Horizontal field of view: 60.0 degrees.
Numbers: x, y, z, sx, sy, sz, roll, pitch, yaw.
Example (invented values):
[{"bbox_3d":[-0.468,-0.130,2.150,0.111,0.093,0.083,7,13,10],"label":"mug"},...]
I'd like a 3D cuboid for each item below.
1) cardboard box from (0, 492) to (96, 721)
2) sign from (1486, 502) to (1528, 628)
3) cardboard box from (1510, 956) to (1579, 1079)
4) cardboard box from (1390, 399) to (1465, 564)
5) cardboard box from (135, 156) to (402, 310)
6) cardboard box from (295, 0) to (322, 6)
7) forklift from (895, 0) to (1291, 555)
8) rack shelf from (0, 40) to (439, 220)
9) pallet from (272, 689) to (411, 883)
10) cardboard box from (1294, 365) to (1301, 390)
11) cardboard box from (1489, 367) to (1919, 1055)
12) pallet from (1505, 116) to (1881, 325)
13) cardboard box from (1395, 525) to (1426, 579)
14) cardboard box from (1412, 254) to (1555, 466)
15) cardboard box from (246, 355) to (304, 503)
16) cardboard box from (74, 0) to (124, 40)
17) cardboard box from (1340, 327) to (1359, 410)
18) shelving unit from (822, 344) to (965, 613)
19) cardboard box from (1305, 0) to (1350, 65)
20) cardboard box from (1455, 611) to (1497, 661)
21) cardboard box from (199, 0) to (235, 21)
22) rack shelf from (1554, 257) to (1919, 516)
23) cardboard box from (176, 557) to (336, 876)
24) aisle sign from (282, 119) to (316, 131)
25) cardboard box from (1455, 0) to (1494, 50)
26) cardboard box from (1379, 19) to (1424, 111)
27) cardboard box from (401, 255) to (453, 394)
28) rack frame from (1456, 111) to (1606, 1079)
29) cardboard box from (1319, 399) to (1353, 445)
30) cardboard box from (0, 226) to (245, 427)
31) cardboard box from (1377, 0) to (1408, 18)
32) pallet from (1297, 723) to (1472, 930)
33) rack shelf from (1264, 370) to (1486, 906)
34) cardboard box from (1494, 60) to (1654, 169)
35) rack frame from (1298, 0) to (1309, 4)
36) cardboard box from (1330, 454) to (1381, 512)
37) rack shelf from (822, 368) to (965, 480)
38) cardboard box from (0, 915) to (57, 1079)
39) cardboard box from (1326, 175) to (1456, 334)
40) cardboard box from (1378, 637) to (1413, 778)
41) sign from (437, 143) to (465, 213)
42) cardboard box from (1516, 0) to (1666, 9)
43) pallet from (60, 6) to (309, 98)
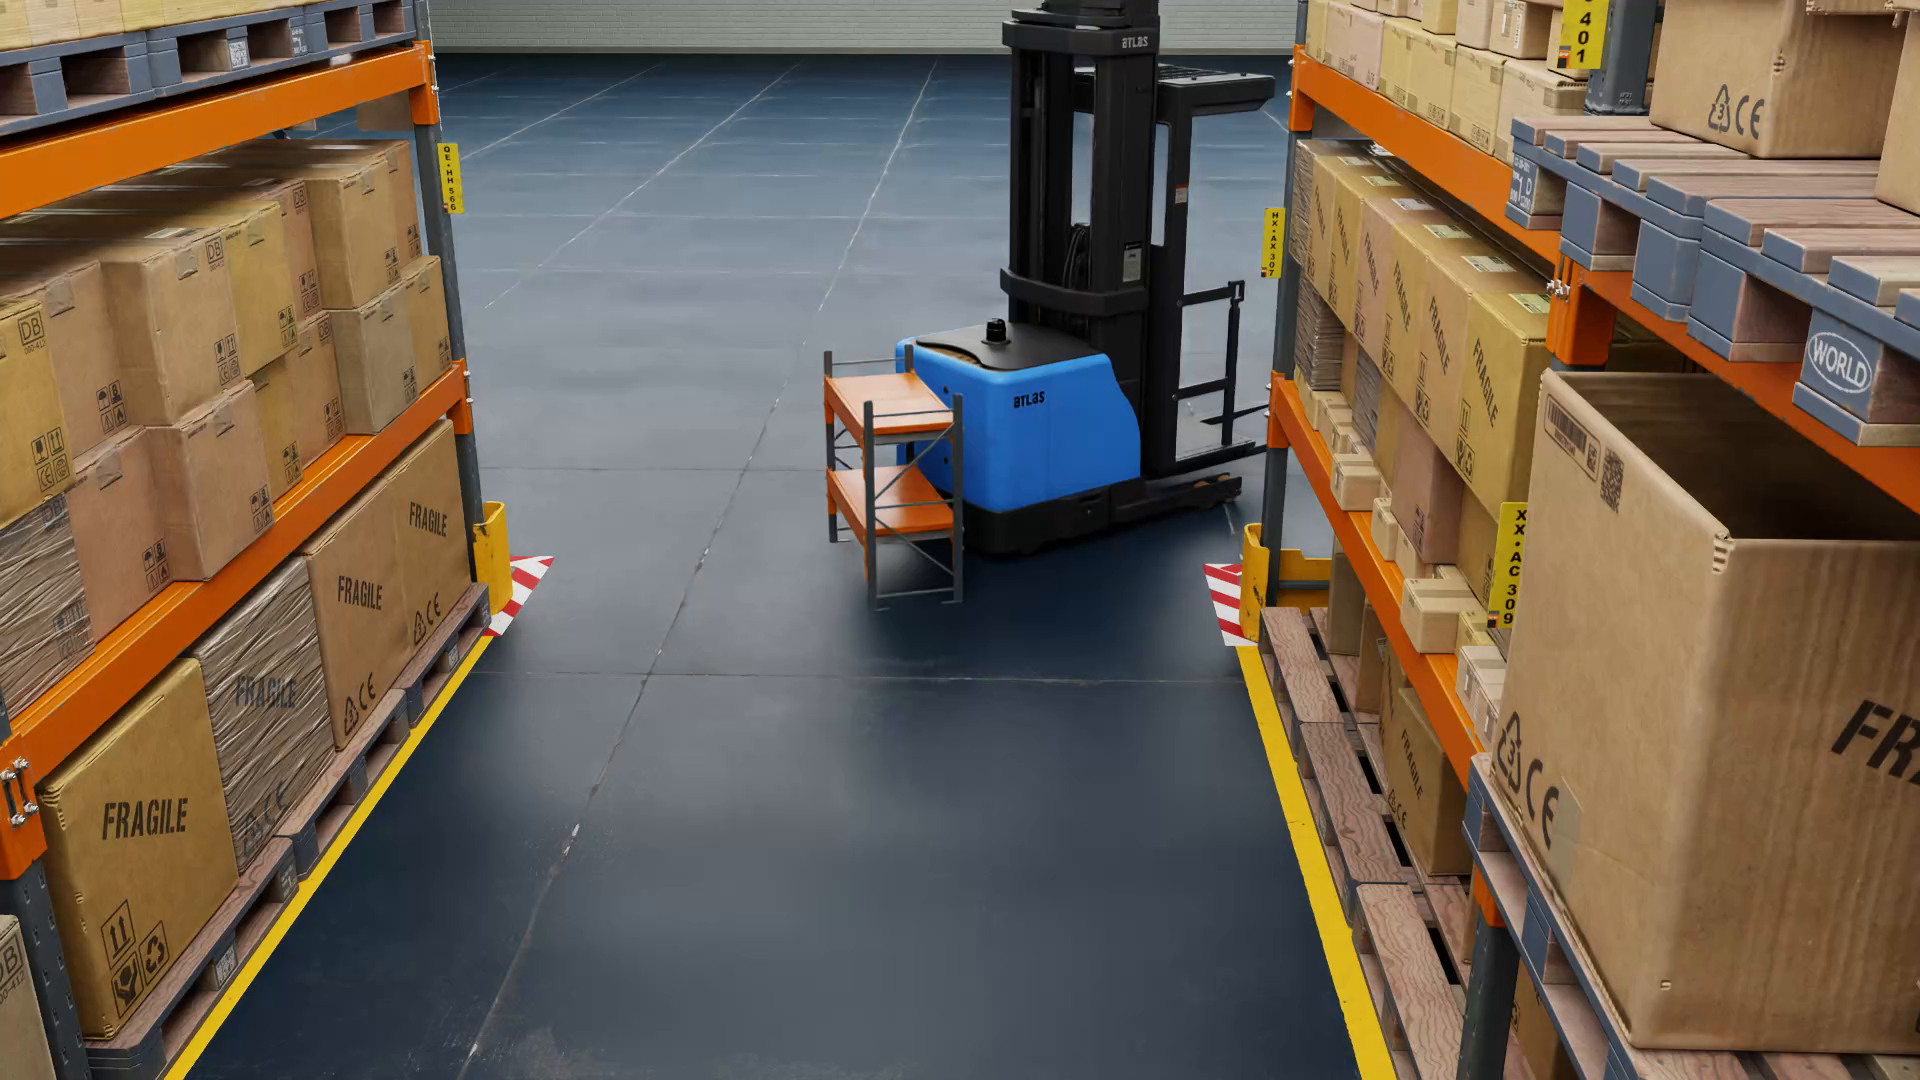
[{"bbox_3d":[-3.071,0.176,4.722,0.875,0.550,0.550,1,21,2],"label":"cardboard box"},{"bbox_3d":[1.342,0.063,4.022,0.100,0.325,0.005,1,21,2],"label":"sign"},{"bbox_3d":[1.937,1.296,4.918,0.500,0.500,0.500,0,21,0],"label":"cardboard box"},{"bbox_3d":[1.925,-0.239,5.450,0.875,0.500,0.500,1,21,2],"label":"cardboard box"},{"bbox_3d":[-2.923,-1.307,7.050,0.875,0.550,0.550,1,21,2],"label":"cardboard box"},{"bbox_3d":[-2.651,-2.099,6.273,0.380,0.149,0.250,0,21,1],"label":"cardboard box"},{"bbox_3d":[1.097,-1.690,9.832,3.031,2.935,1.130,-15,26,-34],"label":"forklift"},{"bbox_3d":[-3.009,-1.407,5.856,1.077,0.370,4.000,1,21,2],"label":"rack shelf"},{"bbox_3d":[-2.934,0.963,6.756,1.003,0.211,1.213,1,21,2],"label":"pallet"},{"bbox_3d":[1.759,-0.758,7.684,0.380,0.149,0.250,1,21,2],"label":"cardboard box"},{"bbox_3d":[1.720,0.281,3.249,1.000,1.000,1.000,1,21,2],"label":"cardboard box"},{"bbox_3d":[1.759,-0.619,3.089,1.213,0.211,1.003,1,21,2],"label":"pallet"},{"bbox_3d":[1.685,0.055,5.588,0.380,0.149,0.250,1,21,2],"label":"cardboard box"},{"bbox_3d":[1.637,-0.528,4.811,0.500,0.500,0.500,1,21,2],"label":"cardboard box"},{"bbox_3d":[-3.027,-0.410,6.232,0.875,0.550,0.500,1,21,2],"label":"cardboard box"},{"bbox_3d":[-2.696,-1.547,4.851,0.380,0.149,0.250,0,21,1],"label":"cardboard box"},{"bbox_3d":[2.067,-0.781,6.845,0.875,0.500,0.500,1,21,2],"label":"cardboard box"},{"bbox_3d":[-0.367,-0.355,8.889,0.538,1.125,1.048,-6,22,-14],"label":"shelving unit"},{"bbox_3d":[1.733,-2.133,6.941,0.500,0.250,0.500,1,21,3],"label":"cardboard box"},{"bbox_3d":[1.682,0.326,4.888,0.380,0.149,0.250,1,21,2],"label":"cardboard box"},{"bbox_3d":[-2.673,-1.822,5.561,0.380,0.149,0.250,1,21,2],"label":"cardboard box"},{"bbox_3d":[1.824,0.130,1.894,1.077,0.370,4.000,1,21,2],"label":"rack shelf"},{"bbox_3d":[-2.957,0.621,6.138,0.875,0.875,0.875,1,21,2],"label":"cardboard box"},{"bbox_3d":[-3.246,-2.308,7.737,0.394,0.787,0.004,1,21,2],"label":"aisle sign"},{"bbox_3d":[1.609,-1.452,4.634,0.380,0.149,0.250,0,21,0],"label":"cardboard box"},{"bbox_3d":[1.694,-1.579,5.513,0.500,0.250,0.500,1,21,3],"label":"cardboard box"},{"bbox_3d":[-2.914,-1.002,7.758,0.875,0.550,0.550,1,21,2],"label":"cardboard box"},{"bbox_3d":[1.885,0.470,4.170,1.000,3.000,0.127,1,21,2],"label":"rack frame"},{"bbox_3d":[1.723,-0.487,6.986,0.380,0.149,0.250,1,21,2],"label":"cardboard box"},{"bbox_3d":[-2.970,-0.721,5.540,0.875,0.550,0.550,1,21,2],"label":"cardboard box"},{"bbox_3d":[1.693,-1.923,5.849,0.380,0.149,0.250,0,21,-1],"label":"cardboard box"},{"bbox_3d":[1.904,1.085,6.441,1.003,0.211,1.213,1,21,2],"label":"pallet"},{"bbox_3d":[1.945,0.083,6.164,1.077,0.370,4.000,1,21,2],"label":"rack shelf"},{"bbox_3d":[1.637,-1.026,4.087,0.500,0.250,0.500,1,21,4],"label":"cardboard box"},{"bbox_3d":[2.006,-3.773,6.812,1.000,3.000,0.127,1,21,2],"label":"rack frame"},{"bbox_3d":[1.617,-0.217,6.289,0.380,0.149,0.250,1,21,2],"label":"cardboard box"},{"bbox_3d":[-0.367,-0.628,8.783,0.538,0.278,1.000,-6,22,-14],"label":"rack shelf"},{"bbox_3d":[-2.999,1.458,4.155,1.050,0.750,0.750,1,21,1],"label":"cardboard box"},{"bbox_3d":[1.681,-1.070,6.208,0.500,0.500,0.500,1,21,2],"label":"cardboard box"},{"bbox_3d":[1.949,0.662,6.552,0.500,0.500,0.500,3,21,7],"label":"cardboard box"},{"bbox_3d":[-2.406,-1.706,7.852,0.100,0.325,0.005,1,21,2],"label":"sign"},{"bbox_3d":[1.643,-1.512,3.892,0.500,0.500,0.500,0,21,0],"label":"cardboard box"},{"bbox_3d":[-2.995,-1.714,5.774,1.003,0.211,1.213,1,21,2],"label":"pallet"}]
